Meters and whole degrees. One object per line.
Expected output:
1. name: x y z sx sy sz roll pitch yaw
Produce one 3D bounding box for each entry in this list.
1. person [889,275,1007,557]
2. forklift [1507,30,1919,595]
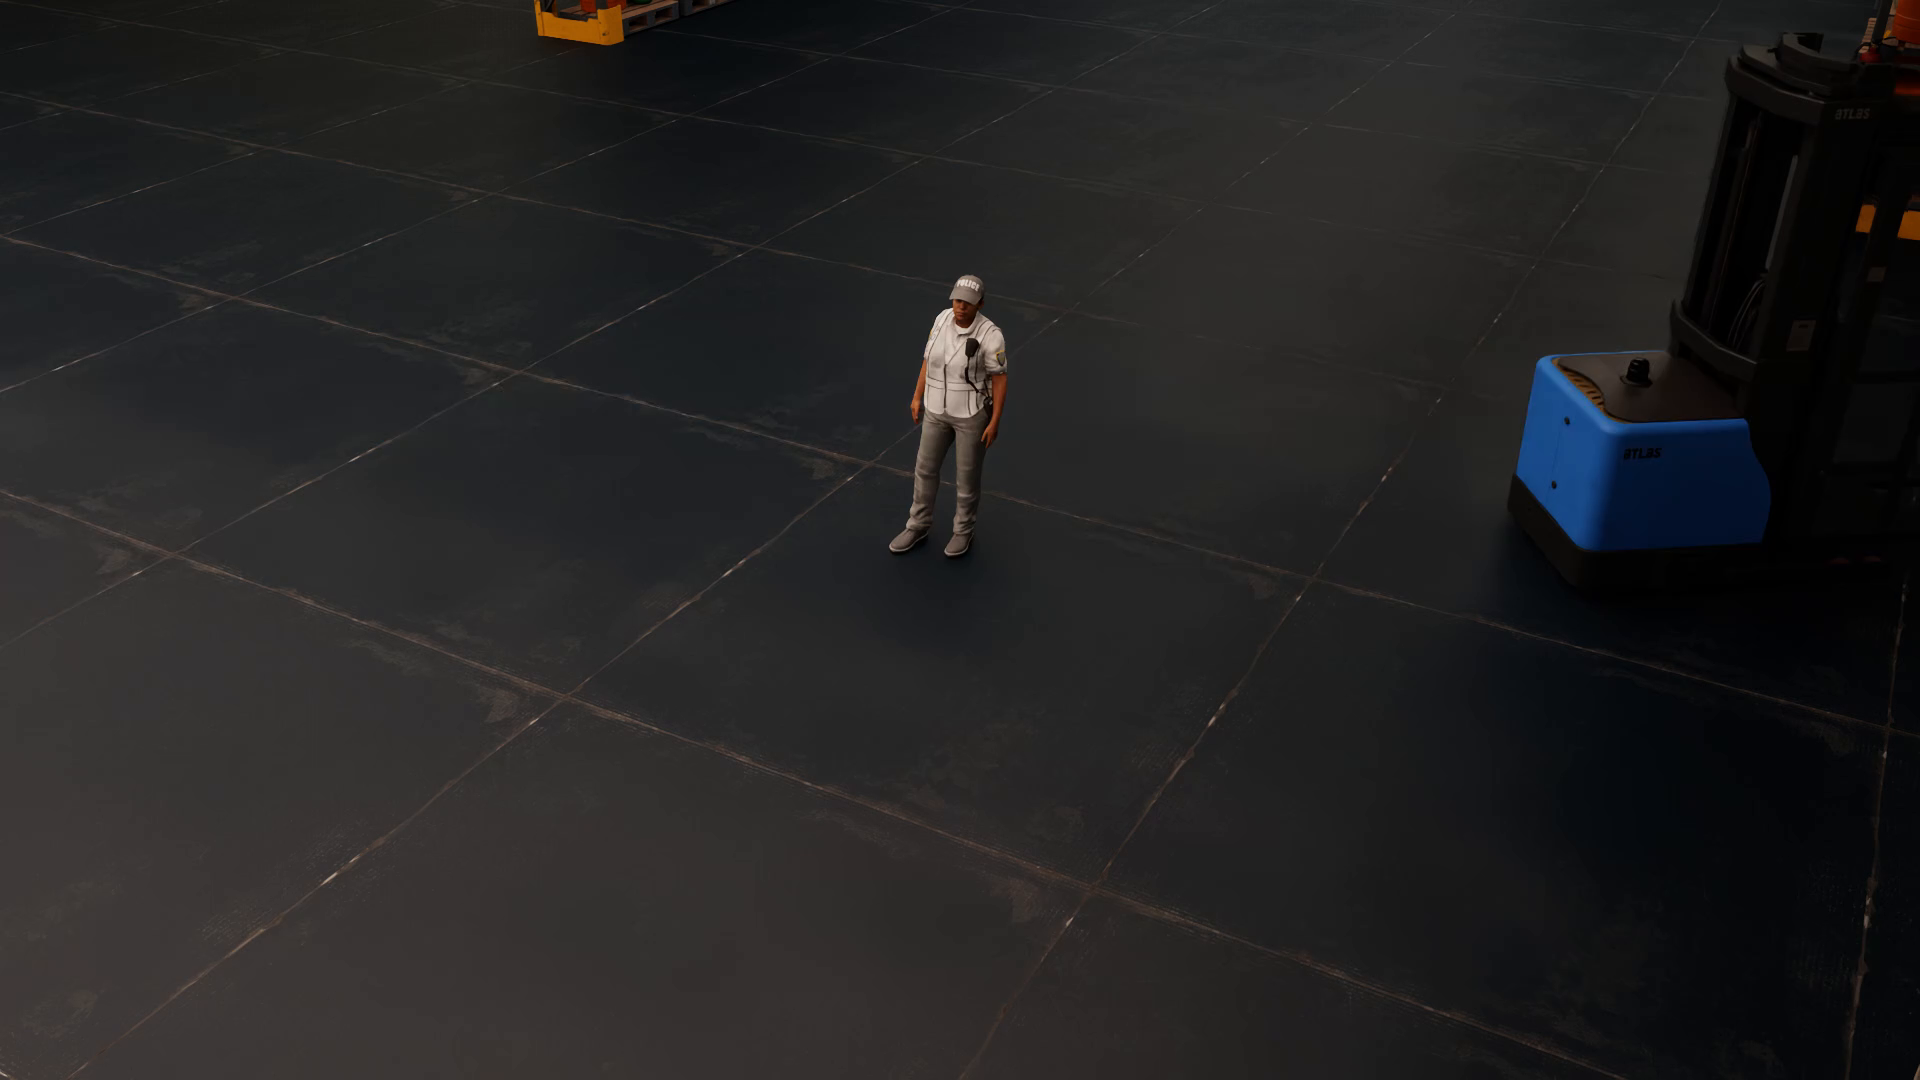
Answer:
1. person: -0.057 -0.700 9.534 0.598 1.670 0.529 15 33 25
2. forklift: 4.907 -1.263 9.258 3.031 2.935 1.130 -3 30 -5
